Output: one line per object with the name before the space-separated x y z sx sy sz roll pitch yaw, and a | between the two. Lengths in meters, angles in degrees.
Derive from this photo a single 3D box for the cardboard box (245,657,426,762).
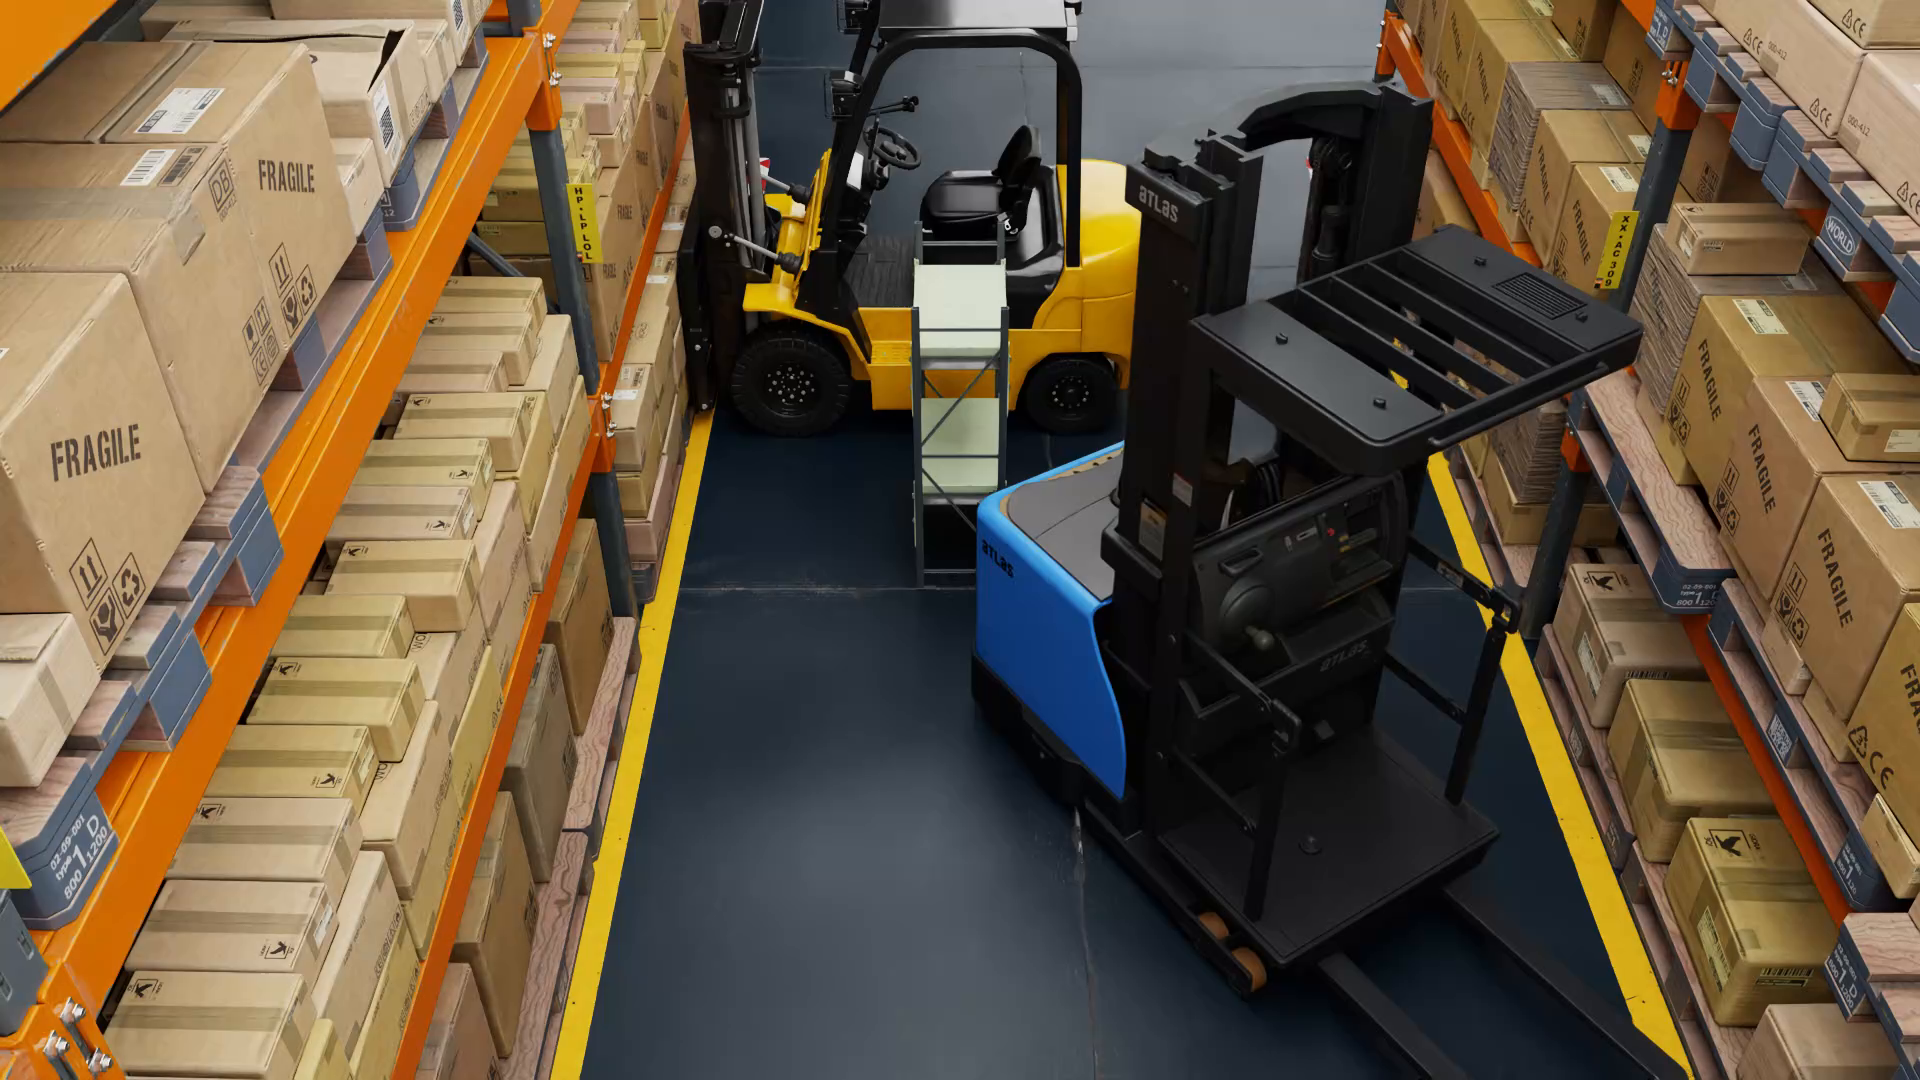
cardboard box | -1.658 0.450 4.436 0.380 0.149 0.250 1 39 1

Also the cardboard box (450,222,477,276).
cardboard box | -2.216 -1.072 6.855 0.500 0.500 0.500 0 39 0

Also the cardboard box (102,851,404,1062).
cardboard box | -1.696 1.022 4.042 0.500 0.250 0.500 1 39 1

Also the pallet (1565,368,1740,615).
pallet | 2.874 -0.205 6.007 1.003 0.211 1.213 0 39 0

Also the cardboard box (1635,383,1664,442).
cardboard box | 2.703 -0.478 6.059 0.380 0.149 0.250 0 39 1

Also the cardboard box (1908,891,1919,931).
cardboard box | 2.678 0.990 4.227 0.380 0.149 0.250 -2 39 -2

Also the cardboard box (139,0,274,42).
cardboard box | -2.140 -1.497 4.851 0.380 0.149 0.250 0 39 0

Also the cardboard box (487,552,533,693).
cardboard box | -1.707 0.246 5.410 0.500 0.250 0.500 0 39 0

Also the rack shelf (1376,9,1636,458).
rack shelf | 3.016 -1.728 8.329 1.077 0.370 4.000 0 39 0

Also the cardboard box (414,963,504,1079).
cardboard box | -1.936 1.713 5.022 0.875 0.625 0.625 1 39 1

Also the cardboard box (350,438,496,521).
cardboard box | -1.686 -0.188 5.233 0.380 0.149 0.250 -1 39 -1

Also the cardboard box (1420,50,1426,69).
cardboard box | 2.741 -2.625 9.074 0.380 0.149 0.250 -1 39 -1

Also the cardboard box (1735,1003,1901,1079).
cardboard box | 3.024 1.790 5.129 0.950 0.372 0.625 -1 39 -1

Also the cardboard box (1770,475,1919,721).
cardboard box | 2.732 0.160 4.744 0.500 0.500 0.500 -2 39 -2

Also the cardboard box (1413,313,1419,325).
cardboard box | 2.745 -1.186 8.939 0.500 0.250 0.500 2 39 3

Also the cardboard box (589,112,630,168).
cardboard box | -1.638 -1.723 7.149 0.380 0.149 0.250 1 39 1

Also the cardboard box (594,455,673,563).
cardboard box | -1.614 -0.146 7.642 0.500 0.250 0.500 0 39 0

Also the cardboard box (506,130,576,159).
cardboard box | -1.757 -1.524 6.662 0.380 0.149 0.250 1 39 1

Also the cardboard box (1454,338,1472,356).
cardboard box | 2.746 -1.149 8.294 0.500 0.500 0.500 2 39 2

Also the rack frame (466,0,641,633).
rack frame | -1.945 -0.752 6.536 1.000 3.000 0.127 0 39 0

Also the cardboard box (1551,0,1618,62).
cardboard box | 3.191 -2.538 7.647 0.700 0.500 0.500 0 39 0

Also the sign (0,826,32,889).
sign | -1.398 0.378 2.314 0.100 0.325 0.005 0 39 0

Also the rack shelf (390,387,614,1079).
rack shelf | -1.943 0.779 5.200 1.077 0.370 4.000 0 39 0

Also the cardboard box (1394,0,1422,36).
cardboard box | 2.737 -3.118 9.170 0.500 0.500 0.500 -1 39 -1

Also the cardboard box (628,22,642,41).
cardboard box | -1.733 -2.371 7.957 0.380 0.149 0.250 0 39 0

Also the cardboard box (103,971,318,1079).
cardboard box | -1.648 1.090 3.638 0.380 0.149 0.250 1 39 1

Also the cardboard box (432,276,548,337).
cardboard box | -1.723 -0.831 6.035 0.380 0.149 0.250 1 39 2

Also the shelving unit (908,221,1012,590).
shelving unit | 0.000 -0.589 7.532 0.431 1.500 0.755 0 39 0

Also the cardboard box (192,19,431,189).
cardboard box | -1.700 -1.159 4.299 0.500 0.311 0.500 -1 39 -2

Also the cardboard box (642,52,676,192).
cardboard box | -1.683 -2.026 8.045 0.500 0.500 0.500 0 39 0

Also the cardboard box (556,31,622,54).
cardboard box | -1.729 -2.166 7.463 0.380 0.149 0.250 0 39 0

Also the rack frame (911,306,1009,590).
rack frame | 0.000 -0.361 7.246 0.400 1.500 0.023 0 39 0

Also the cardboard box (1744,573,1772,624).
cardboard box | 2.729 0.171 5.249 0.380 0.149 0.250 0 39 0

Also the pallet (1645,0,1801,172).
pallet | 2.913 -1.469 5.182 1.213 0.211 1.003 0 39 0

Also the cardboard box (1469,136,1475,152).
cardboard box | 2.760 -1.975 8.262 0.380 0.149 0.250 -1 39 -1

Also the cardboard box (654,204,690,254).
cardboard box | -1.627 -1.495 8.526 0.500 0.250 0.500 -1 39 -1

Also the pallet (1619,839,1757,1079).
pallet | 3.025 1.582 5.853 1.003 0.211 1.213 0 39 0

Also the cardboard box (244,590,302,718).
cardboard box | -2.212 0.384 4.838 0.500 0.250 0.500 -1 39 -1

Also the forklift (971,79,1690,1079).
forklift | 1.280 0.139 5.479 1.130 2.935 3.031 -22 44 -26

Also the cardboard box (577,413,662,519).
cardboard box | -1.637 -0.341 7.486 0.500 0.250 0.500 0 39 0

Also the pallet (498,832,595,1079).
pallet | -1.901 1.561 5.878 1.003 0.211 1.213 0 39 0

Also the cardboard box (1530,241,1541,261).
cardboard box | 2.798 -1.336 7.465 0.380 0.149 0.250 -1 39 -1

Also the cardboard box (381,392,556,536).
cardboard box | -1.681 -0.260 5.642 0.500 0.250 0.500 -1 39 -1

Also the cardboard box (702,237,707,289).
cardboard box | -1.625 -1.599 9.056 0.500 0.250 0.500 -1 39 -1

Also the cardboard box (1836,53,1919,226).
cardboard box | 2.643 -1.036 4.276 0.500 0.250 0.500 0 39 -1

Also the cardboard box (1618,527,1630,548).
cardboard box | 3.288 -0.218 7.732 0.500 0.250 0.500 -2 39 -2

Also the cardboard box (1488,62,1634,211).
cardboard box | 2.757 -1.837 7.572 0.500 0.500 0.500 1 39 1

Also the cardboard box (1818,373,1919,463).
cardboard box | 2.770 -0.357 4.870 0.380 0.149 0.250 2 39 2

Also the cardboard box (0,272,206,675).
cardboard box | -1.698 -0.117 2.848 0.500 0.500 0.500 0 39 0
